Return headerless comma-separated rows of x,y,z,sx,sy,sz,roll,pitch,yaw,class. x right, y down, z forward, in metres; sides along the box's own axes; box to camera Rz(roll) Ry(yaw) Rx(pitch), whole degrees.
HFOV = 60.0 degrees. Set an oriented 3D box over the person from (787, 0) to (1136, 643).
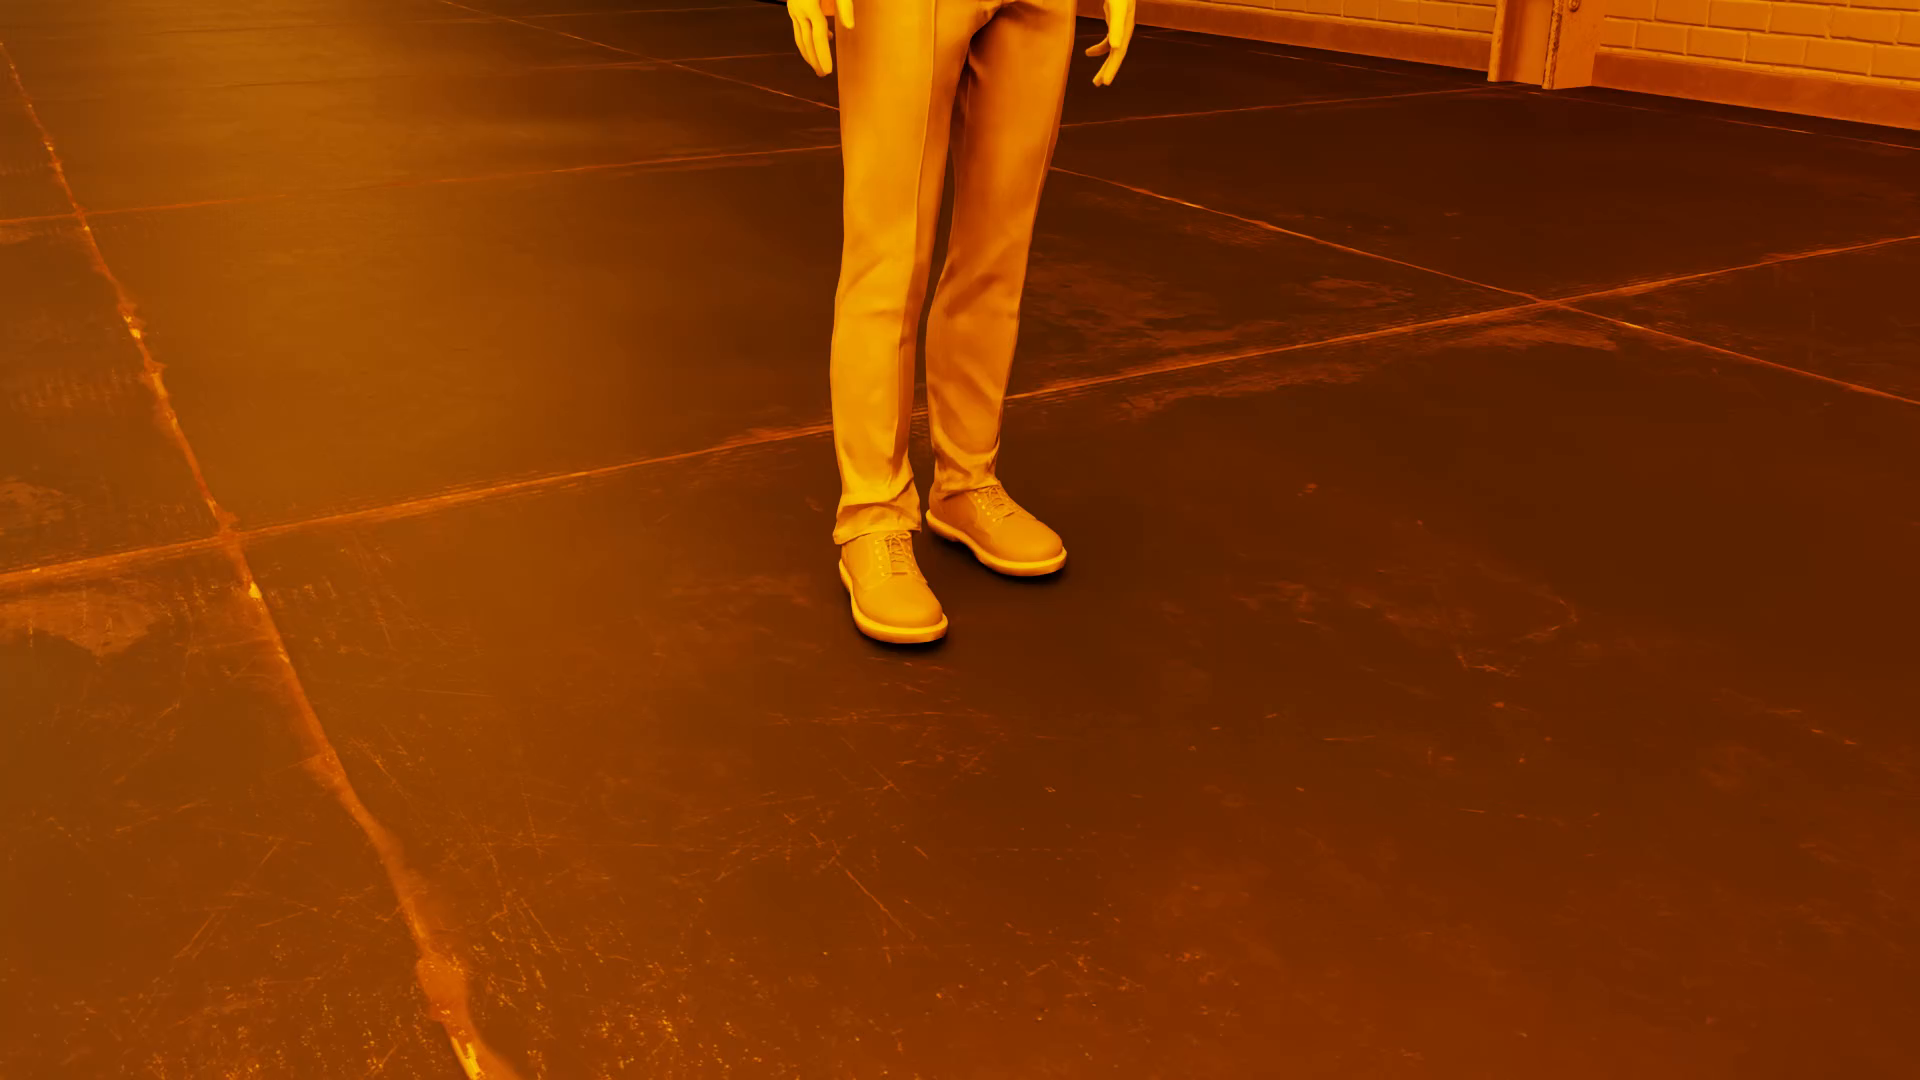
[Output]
0.028,-0.766,2.252,0.586,1.694,0.530,-12,25,-28,person
